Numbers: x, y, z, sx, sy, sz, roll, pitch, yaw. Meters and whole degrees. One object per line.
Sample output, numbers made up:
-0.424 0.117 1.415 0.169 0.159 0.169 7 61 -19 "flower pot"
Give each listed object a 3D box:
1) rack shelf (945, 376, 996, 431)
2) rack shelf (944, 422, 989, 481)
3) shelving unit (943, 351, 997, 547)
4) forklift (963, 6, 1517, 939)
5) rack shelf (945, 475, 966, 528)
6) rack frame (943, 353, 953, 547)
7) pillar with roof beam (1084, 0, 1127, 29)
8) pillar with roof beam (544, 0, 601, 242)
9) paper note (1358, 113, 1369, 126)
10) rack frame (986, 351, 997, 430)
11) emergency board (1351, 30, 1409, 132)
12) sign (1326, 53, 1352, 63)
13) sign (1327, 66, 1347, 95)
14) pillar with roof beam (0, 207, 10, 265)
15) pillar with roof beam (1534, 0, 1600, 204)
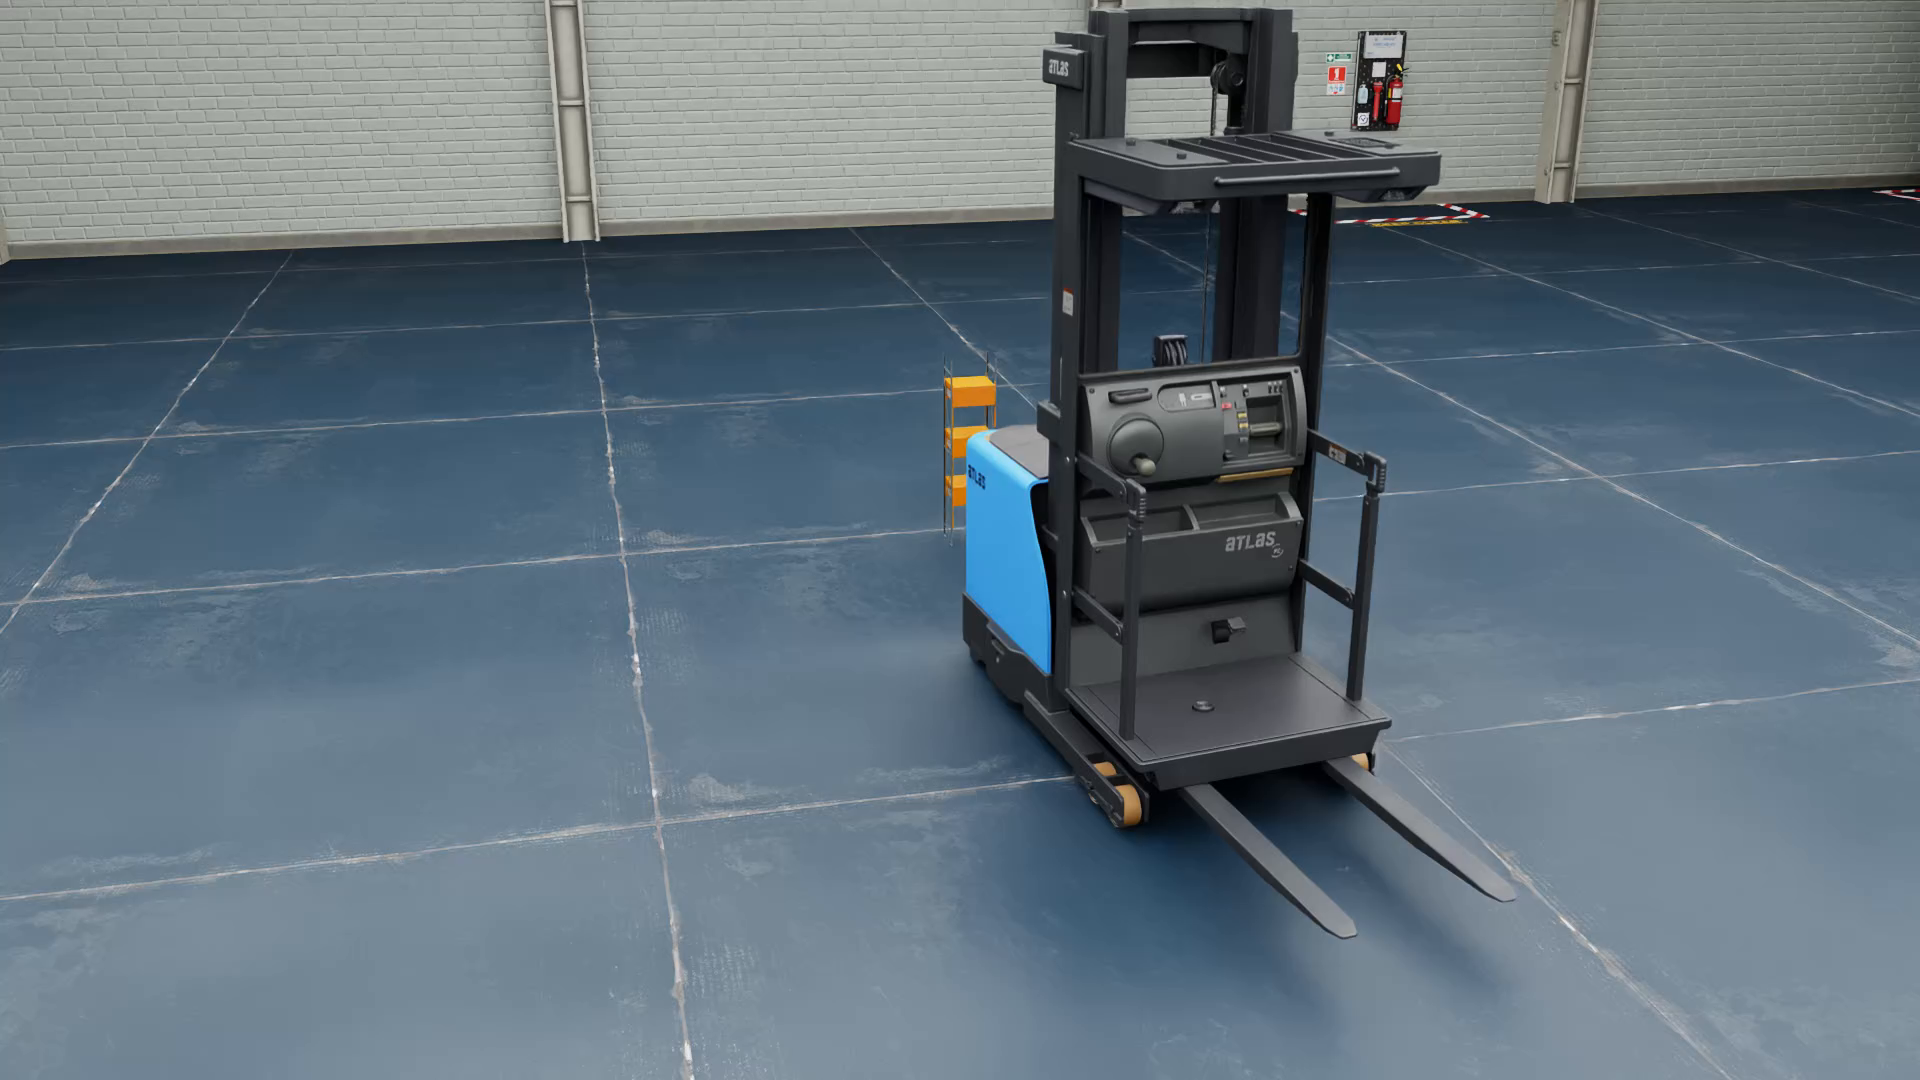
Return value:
0.052 -0.754 9.052 0.240 0.259 0.215 -5 21 -12 "rack shelf"
0.052 -0.487 9.149 0.240 0.259 0.215 -5 21 -12 "rack shelf"
0.052 -0.497 9.146 0.252 1.050 0.215 -5 21 -12 "shelving unit"
0.997 -0.441 6.256 1.130 2.935 3.031 -7 21 -19 "forklift"
0.052 -0.226 9.245 0.240 0.259 0.215 -5 21 -12 "rack shelf"
-0.067 -0.488 9.119 0.008 1.050 0.200 -5 21 -12 "rack frame"
2.644 -6.587 14.215 0.400 9.000 9.100 -5 21 -12 "pillar with roof beam"
-3.195 -6.113 12.918 0.400 9.000 9.100 -5 21 -12 "pillar with roof beam"
4.891 -5.099 20.154 0.142 0.148 0.016 -5 21 -12 "paper note"
0.171 -0.507 9.172 0.008 1.050 0.200 -5 21 -12 "rack frame"
5.079 -5.504 19.978 0.643 1.169 0.194 -5 21 -12 "emergency board"
4.523 -5.757 19.848 0.331 0.109 0.001 -5 21 -12 "sign"
4.517 -5.511 19.947 0.234 0.329 0.001 -5 21 -12 "sign"
-9.034 -5.638 11.622 0.400 9.000 9.100 -5 21 -12 "pillar with roof beam"
8.483 -7.062 15.511 0.400 9.000 9.100 -5 21 -12 "pillar with roof beam"
